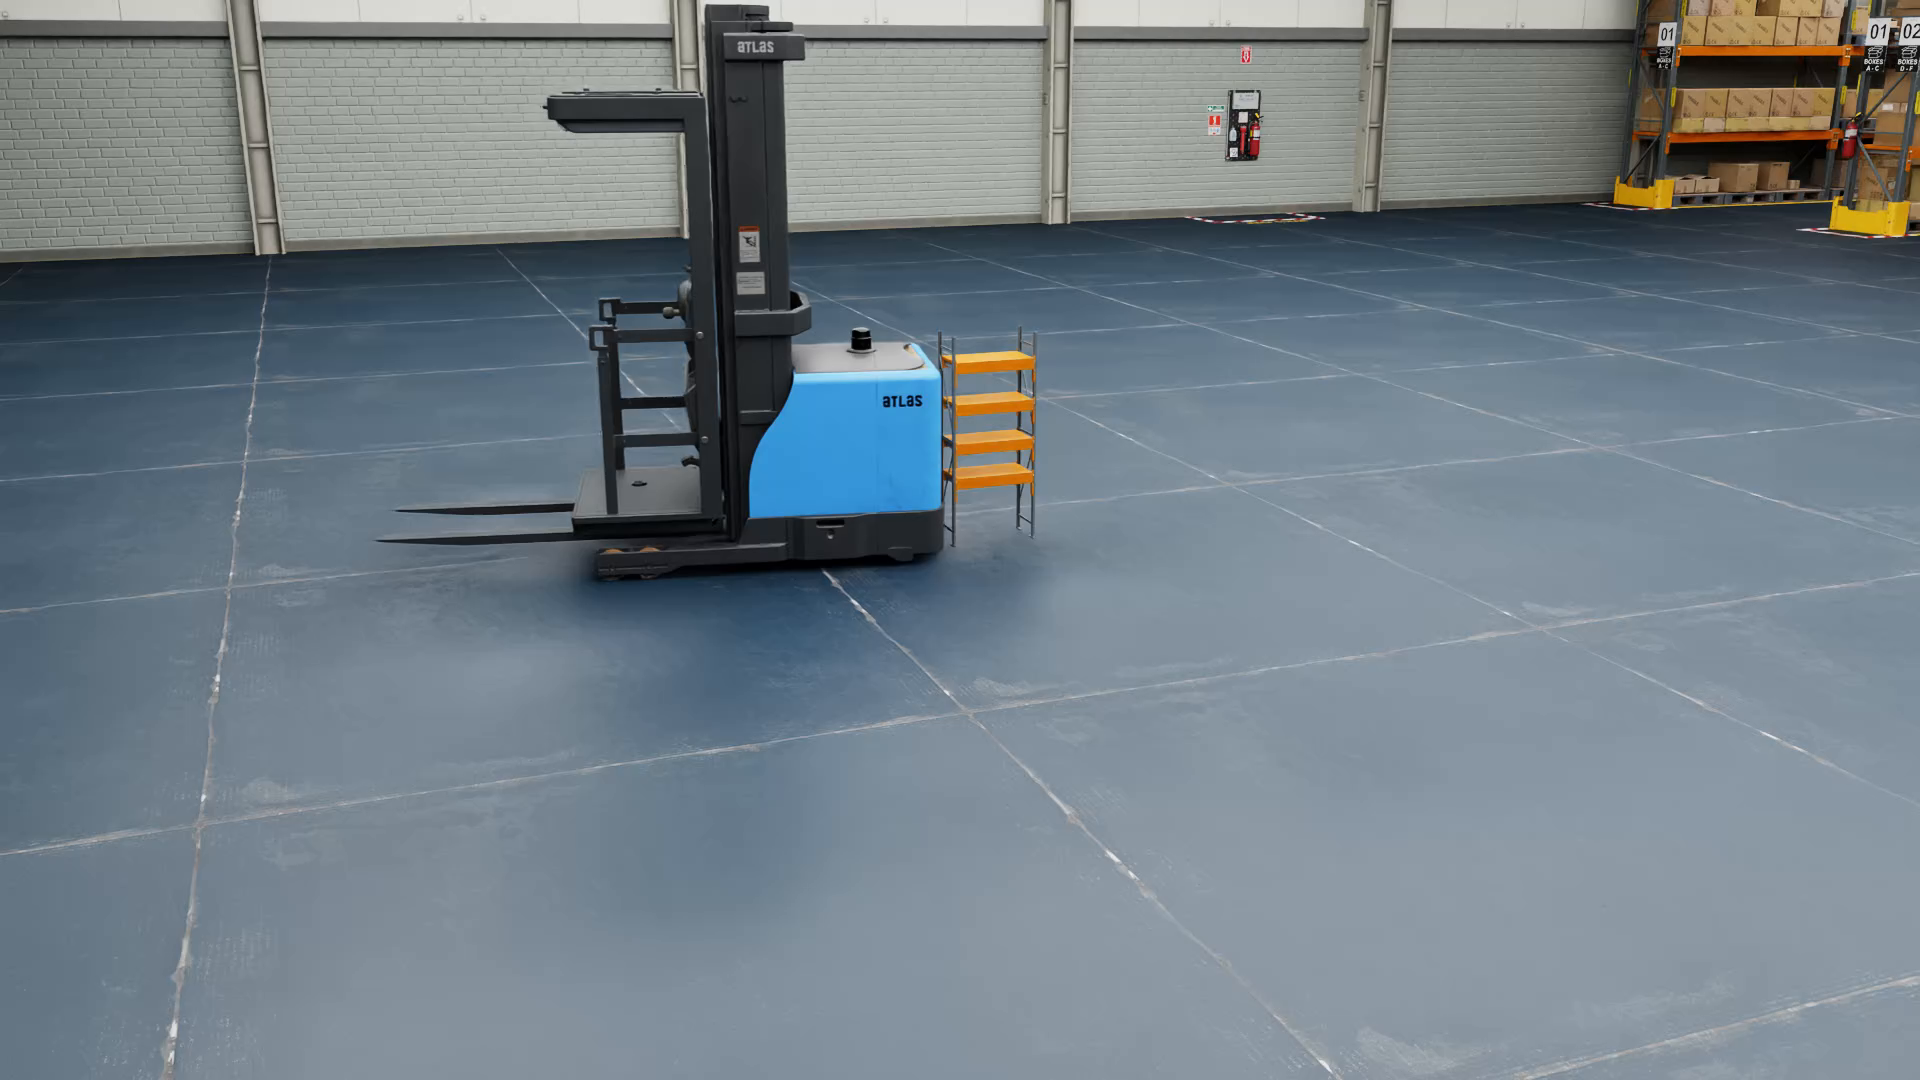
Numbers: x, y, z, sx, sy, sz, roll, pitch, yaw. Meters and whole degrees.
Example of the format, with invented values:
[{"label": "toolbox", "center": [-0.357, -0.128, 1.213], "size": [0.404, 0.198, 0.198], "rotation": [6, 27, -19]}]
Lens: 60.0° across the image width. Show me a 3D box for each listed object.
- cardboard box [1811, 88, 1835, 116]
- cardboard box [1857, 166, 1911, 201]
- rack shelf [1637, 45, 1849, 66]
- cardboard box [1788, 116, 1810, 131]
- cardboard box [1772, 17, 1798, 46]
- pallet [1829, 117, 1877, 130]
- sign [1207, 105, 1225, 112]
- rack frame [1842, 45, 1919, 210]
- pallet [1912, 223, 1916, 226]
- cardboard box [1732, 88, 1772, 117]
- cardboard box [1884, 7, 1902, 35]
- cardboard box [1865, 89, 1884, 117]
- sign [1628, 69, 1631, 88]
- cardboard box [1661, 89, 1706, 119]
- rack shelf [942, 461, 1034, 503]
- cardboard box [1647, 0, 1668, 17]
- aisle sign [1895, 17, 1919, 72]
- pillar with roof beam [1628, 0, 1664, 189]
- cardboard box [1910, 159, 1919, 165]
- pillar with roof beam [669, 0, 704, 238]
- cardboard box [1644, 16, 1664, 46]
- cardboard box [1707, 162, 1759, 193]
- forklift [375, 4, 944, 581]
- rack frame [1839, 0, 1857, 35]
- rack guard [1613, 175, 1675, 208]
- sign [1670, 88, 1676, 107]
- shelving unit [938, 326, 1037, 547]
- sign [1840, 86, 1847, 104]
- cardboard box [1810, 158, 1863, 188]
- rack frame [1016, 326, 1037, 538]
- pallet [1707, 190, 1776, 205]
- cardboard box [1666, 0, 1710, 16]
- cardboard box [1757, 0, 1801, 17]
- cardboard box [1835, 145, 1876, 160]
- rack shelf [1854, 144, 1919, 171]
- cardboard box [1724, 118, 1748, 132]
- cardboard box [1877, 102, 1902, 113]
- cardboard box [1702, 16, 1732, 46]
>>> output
[{"label": "cardboard box", "center": [15.838, -8.140, 30.895], "size": [0.500, 0.500, 0.500], "rotation": [-6, 17, -20]}, {"label": "cardboard box", "center": [14.604, -5.640, 26.284], "size": [0.500, 0.500, 0.500], "rotation": [-6, 17, -20]}, {"label": "rack shelf", "center": [14.301, -8.864, 30.414], "size": [4.000, 0.370, 1.077], "rotation": [-6, 17, -20]}, {"label": "cardboard box", "center": [15.367, -7.734, 30.842], "size": [0.500, 0.250, 0.500], "rotation": [-6, 17, -20]}, {"label": "cardboard box", "center": [14.805, -9.239, 30.201], "size": [0.500, 0.500, 0.500], "rotation": [-7, 18, -22]}, {"label": "pallet", "center": [16.935, -7.919, 31.581], "size": [1.213, 0.211, 1.003], "rotation": [-6, 17, -20]}, {"label": "sign", "center": [4.308, -7.264, 28.006], "size": [0.331, 0.109, 0.001], "rotation": [-6, 17, -20]}, {"label": "rack frame", "center": [14.210, -6.266, 25.611], "size": [0.127, 3.000, 1.000], "rotation": [-6, 17, -20]}, {"label": "pallet", "center": [16.046, -5.138, 26.719], "size": [1.213, 0.211, 1.003], "rotation": [-6, 17, -20]}, {"label": "cardboard box", "center": [14.415, -7.988, 30.376], "size": [0.500, 0.500, 0.500], "rotation": [-6, 17, -18]}, {"label": "cardboard box", "center": [17.860, -9.819, 31.465], "size": [0.500, 0.500, 0.500], "rotation": [-7, 18, -22]}, {"label": "cardboard box", "center": [17.181, -8.328, 31.675], "size": [0.500, 0.500, 0.700], "rotation": [-4, 17, -14]}, {"label": "sign", "center": [12.254, -8.424, 30.345], "size": [0.005, 0.325, 0.100], "rotation": [-6, 17, -20]}, {"label": "cardboard box", "center": [12.987, -7.835, 29.855], "size": [0.500, 0.500, 0.500], "rotation": [-6, 17, -20]}, {"label": "rack shelf", "center": [0.155, -0.337, 9.561], "size": [0.480, 0.148, 0.258], "rotation": [-6, 17, -20]}, {"label": "cardboard box", "center": [12.743, -9.657, 29.850], "size": [0.500, 0.500, 0.500], "rotation": [-5, 17, -18]}, {"label": "aisle sign", "center": [14.258, -7.426, 24.948], "size": [0.004, 0.787, 0.394], "rotation": [-6, 17, -20]}, {"label": "pillar with roof beam", "center": [14.318, -9.613, 26.361], "size": [0.400, 9.000, 9.100], "rotation": [-6, 17, -20]}, {"label": "cardboard box", "center": [18.274, -7.222, 32.522], "size": [0.500, 0.500, 0.700], "rotation": [-6, 17, -20]}, {"label": "pillar with roof beam", "center": [-2.490, -7.798, 20.181], "size": [0.400, 9.000, 9.100], "rotation": [-6, 17, -20]}, {"label": "cardboard box", "center": [12.733, -9.174, 29.979], "size": [0.500, 0.500, 0.500], "rotation": [-5, 17, -16]}, {"label": "cardboard box", "center": [14.347, -6.745, 30.898], "size": [0.500, 0.500, 0.700], "rotation": [-7, 18, -24]}, {"label": "forklift", "center": [-1.652, -1.350, 8.993], "size": [3.031, 2.935, 1.130], "rotation": [-3, 17, -9]}, {"label": "rack frame", "center": [16.169, -10.850, 30.576], "size": [0.127, 3.000, 1.000], "rotation": [-6, 17, -20]}, {"label": "rack guard", "center": [12.505, -6.377, 30.426], "size": [0.348, 0.500, 1.175], "rotation": [-6, 17, -20]}, {"label": "sign", "center": [12.628, -7.841, 29.440], "size": [0.005, 0.325, 0.100], "rotation": [-6, 17, -20]}, {"label": "shelving unit", "center": [0.155, -0.592, 9.486], "size": [0.503, 1.200, 0.258], "rotation": [-6, 17, -20]}, {"label": "sign", "center": [16.370, -8.245, 30.816], "size": [0.005, 0.325, 0.100], "rotation": [-6, 17, -20]}, {"label": "cardboard box", "center": [16.850, -7.062, 31.979], "size": [0.500, 0.500, 0.700], "rotation": [-6, 17, -18]}, {"label": "rack frame", "center": [0.382, -0.617, 9.570], "size": [0.015, 1.200, 0.240], "rotation": [-6, 17, -20]}, {"label": "pallet", "center": [14.413, -6.433, 31.130], "size": [1.213, 0.211, 1.003], "rotation": [-6, 17, -20]}, {"label": "cardboard box", "center": [12.880, -9.520, 29.382], "size": [0.500, 0.500, 0.500], "rotation": [-8, 18, -24]}, {"label": "cardboard box", "center": [14.806, -9.713, 30.040], "size": [0.500, 0.500, 0.500], "rotation": [-7, 18, -22]}, {"label": "cardboard box", "center": [17.260, -7.467, 32.028], "size": [0.500, 0.250, 0.500], "rotation": [-7, 18, -21]}, {"label": "rack shelf", "center": [16.077, -6.122, 26.399], "size": [4.000, 0.370, 1.077], "rotation": [-6, 17, -20]}, {"label": "cardboard box", "center": [13.961, -7.578, 30.310], "size": [0.500, 0.250, 0.500], "rotation": [-6, 18, -21]}, {"label": "cardboard box", "center": [14.498, -6.714, 25.808], "size": [0.250, 0.149, 0.380], "rotation": [-6, 18, -21]}, {"label": "cardboard box", "center": [13.350, -9.078, 29.652], "size": [0.500, 0.500, 0.500], "rotation": [-5, 17, -16]}]
